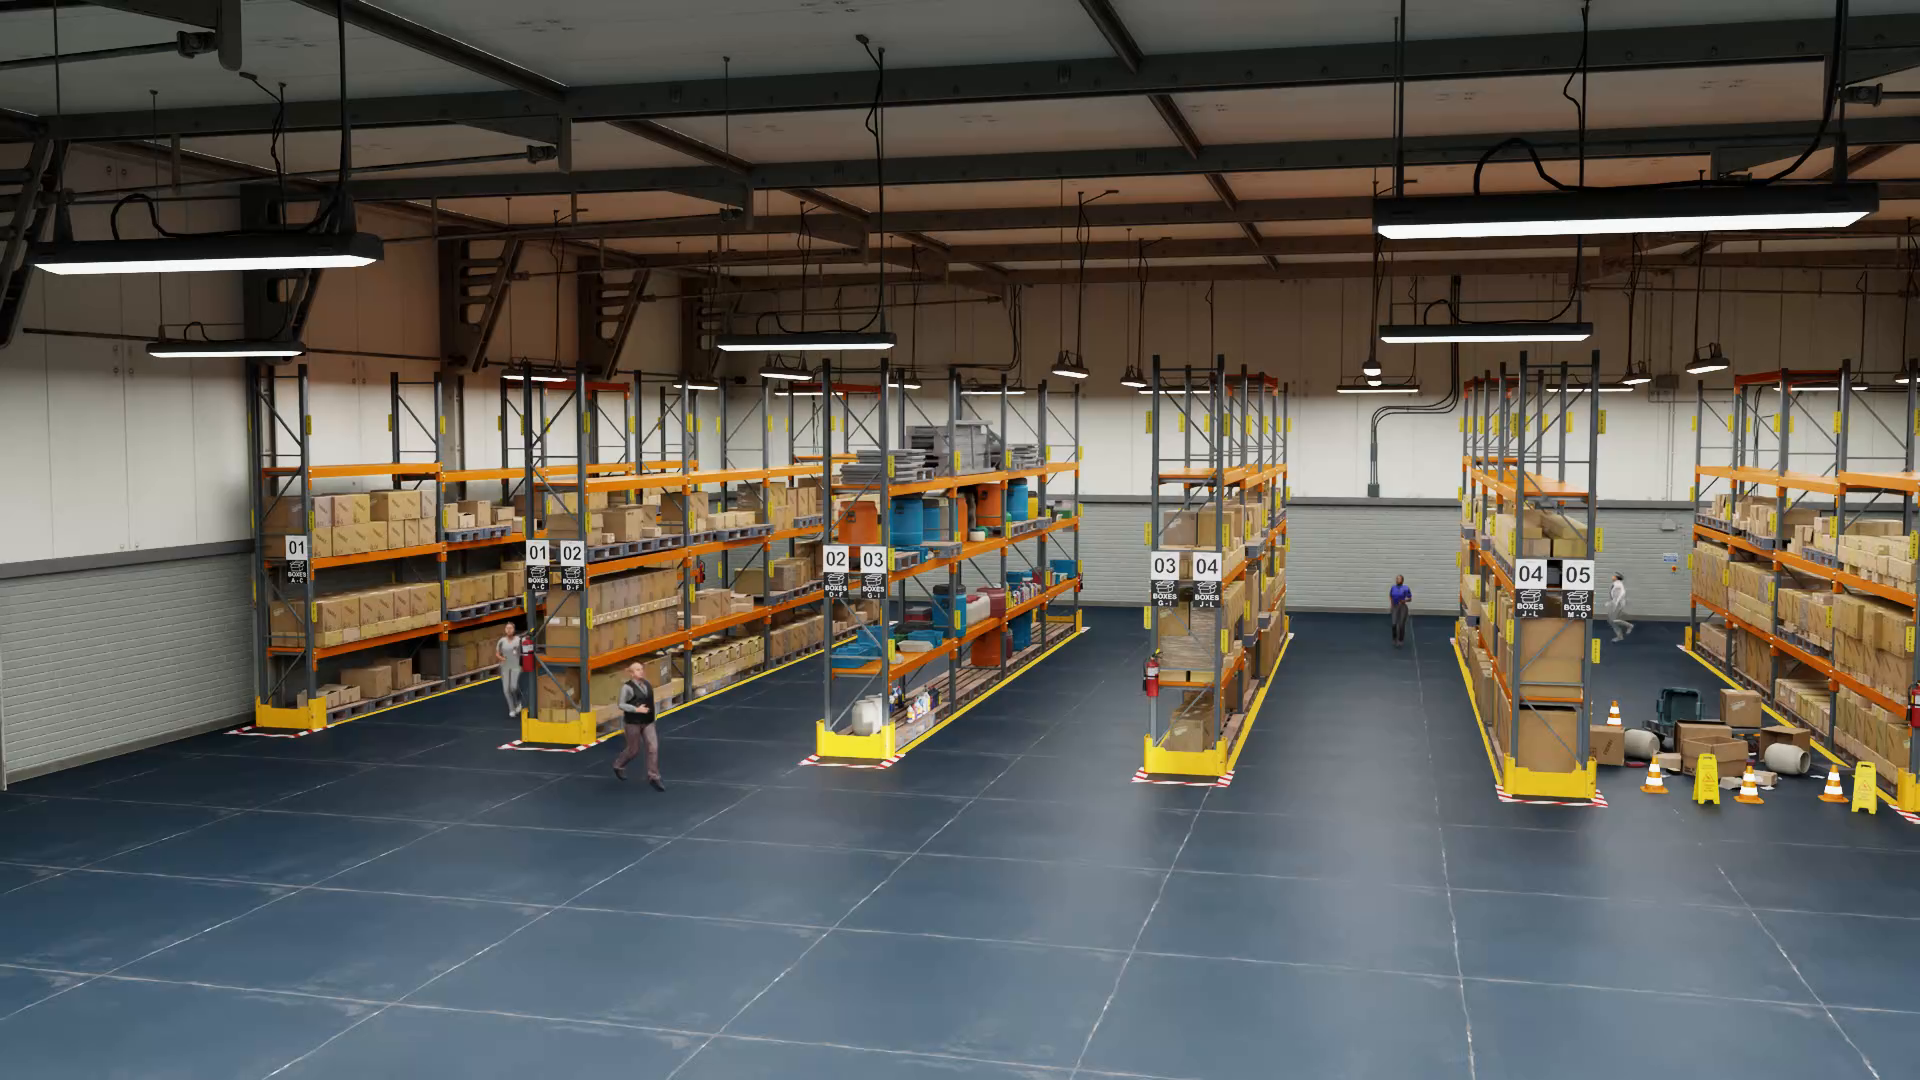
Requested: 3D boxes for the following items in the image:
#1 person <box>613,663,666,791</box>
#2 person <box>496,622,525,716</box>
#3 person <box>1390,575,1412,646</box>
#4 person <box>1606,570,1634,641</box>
[{"bbox_3d":[-4.431,2.555,22.937,0.963,1.735,0.672,4,5,42],"label":"person"},{"bbox_3d":[-7.673,2.217,28.460,0.549,1.633,0.582,0,4,-2],"label":"person"},{"bbox_3d":[9.917,1.607,37.538,0.555,1.630,0.619,2,4,29],"label":"person"},{"bbox_3d":[15.309,1.529,38.567,0.622,1.673,0.633,2,4,23],"label":"person"}]
